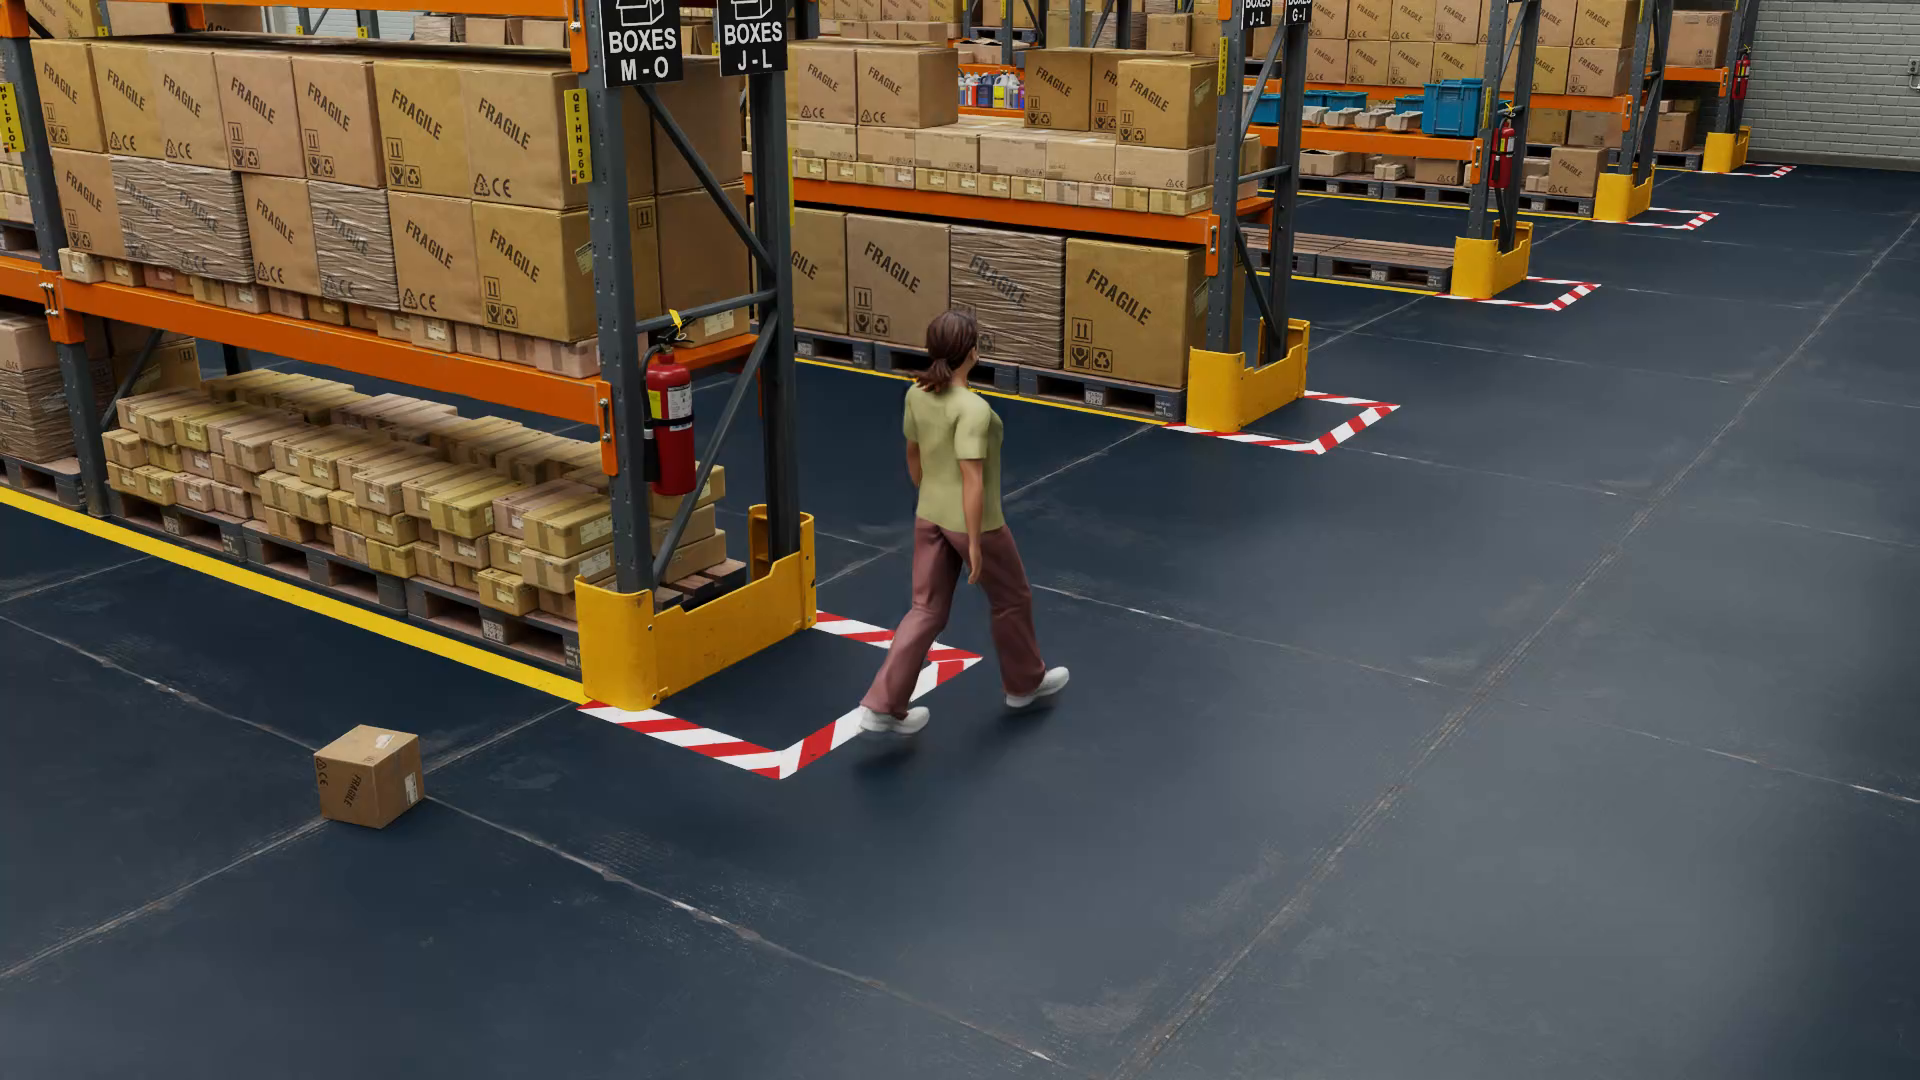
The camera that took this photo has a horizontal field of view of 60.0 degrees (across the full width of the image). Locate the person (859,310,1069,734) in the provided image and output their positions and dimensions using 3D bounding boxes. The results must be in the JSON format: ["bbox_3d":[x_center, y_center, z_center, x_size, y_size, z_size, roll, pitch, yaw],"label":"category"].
[{"bbox_3d":[-0.001,-0.070,6.276,0.477,1.628,0.996,18,27,41],"label":"person"}]
